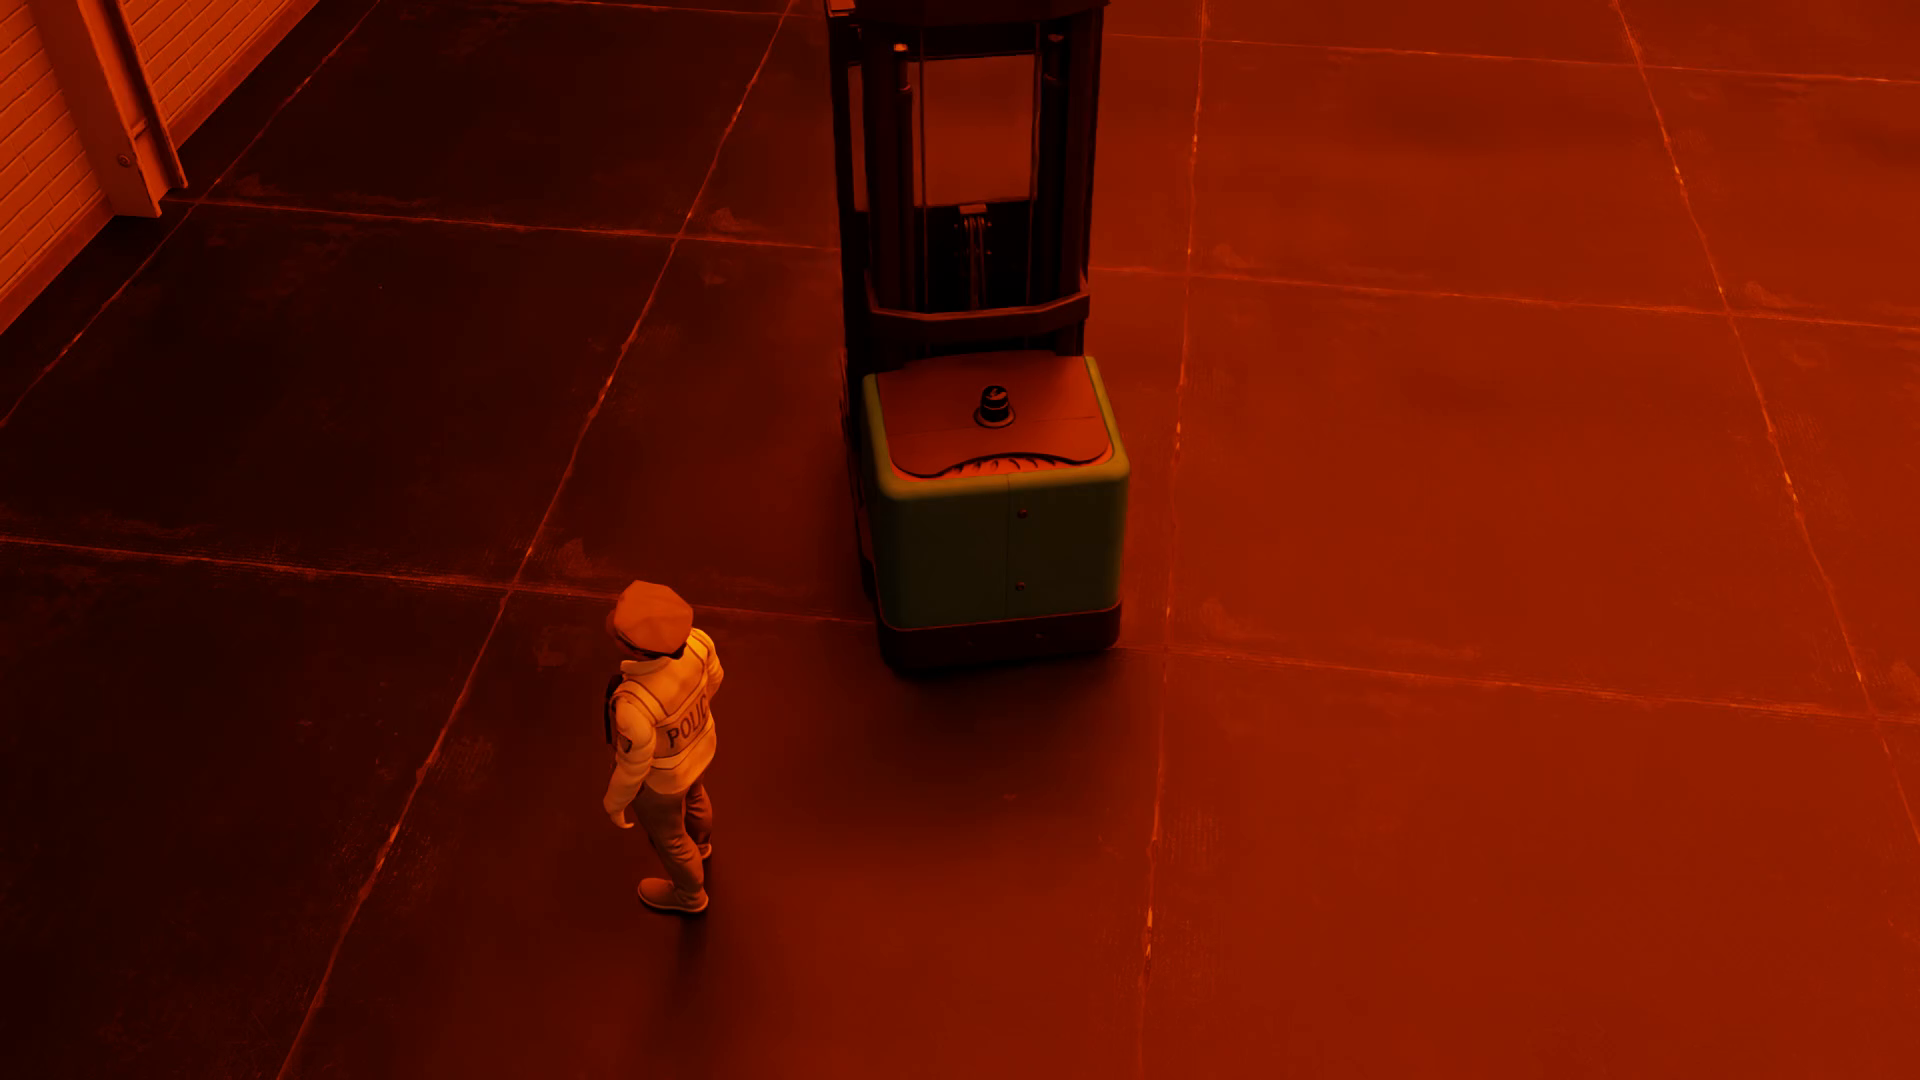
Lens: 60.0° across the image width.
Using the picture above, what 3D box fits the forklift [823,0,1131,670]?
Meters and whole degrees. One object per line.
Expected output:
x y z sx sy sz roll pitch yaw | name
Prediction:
-0.011 -1.521 7.380 1.130 2.935 3.031 -5 43 -6 | forklift

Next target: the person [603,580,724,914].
-1.087 0.745 5.818 0.532 1.696 0.581 18 46 19 | person
